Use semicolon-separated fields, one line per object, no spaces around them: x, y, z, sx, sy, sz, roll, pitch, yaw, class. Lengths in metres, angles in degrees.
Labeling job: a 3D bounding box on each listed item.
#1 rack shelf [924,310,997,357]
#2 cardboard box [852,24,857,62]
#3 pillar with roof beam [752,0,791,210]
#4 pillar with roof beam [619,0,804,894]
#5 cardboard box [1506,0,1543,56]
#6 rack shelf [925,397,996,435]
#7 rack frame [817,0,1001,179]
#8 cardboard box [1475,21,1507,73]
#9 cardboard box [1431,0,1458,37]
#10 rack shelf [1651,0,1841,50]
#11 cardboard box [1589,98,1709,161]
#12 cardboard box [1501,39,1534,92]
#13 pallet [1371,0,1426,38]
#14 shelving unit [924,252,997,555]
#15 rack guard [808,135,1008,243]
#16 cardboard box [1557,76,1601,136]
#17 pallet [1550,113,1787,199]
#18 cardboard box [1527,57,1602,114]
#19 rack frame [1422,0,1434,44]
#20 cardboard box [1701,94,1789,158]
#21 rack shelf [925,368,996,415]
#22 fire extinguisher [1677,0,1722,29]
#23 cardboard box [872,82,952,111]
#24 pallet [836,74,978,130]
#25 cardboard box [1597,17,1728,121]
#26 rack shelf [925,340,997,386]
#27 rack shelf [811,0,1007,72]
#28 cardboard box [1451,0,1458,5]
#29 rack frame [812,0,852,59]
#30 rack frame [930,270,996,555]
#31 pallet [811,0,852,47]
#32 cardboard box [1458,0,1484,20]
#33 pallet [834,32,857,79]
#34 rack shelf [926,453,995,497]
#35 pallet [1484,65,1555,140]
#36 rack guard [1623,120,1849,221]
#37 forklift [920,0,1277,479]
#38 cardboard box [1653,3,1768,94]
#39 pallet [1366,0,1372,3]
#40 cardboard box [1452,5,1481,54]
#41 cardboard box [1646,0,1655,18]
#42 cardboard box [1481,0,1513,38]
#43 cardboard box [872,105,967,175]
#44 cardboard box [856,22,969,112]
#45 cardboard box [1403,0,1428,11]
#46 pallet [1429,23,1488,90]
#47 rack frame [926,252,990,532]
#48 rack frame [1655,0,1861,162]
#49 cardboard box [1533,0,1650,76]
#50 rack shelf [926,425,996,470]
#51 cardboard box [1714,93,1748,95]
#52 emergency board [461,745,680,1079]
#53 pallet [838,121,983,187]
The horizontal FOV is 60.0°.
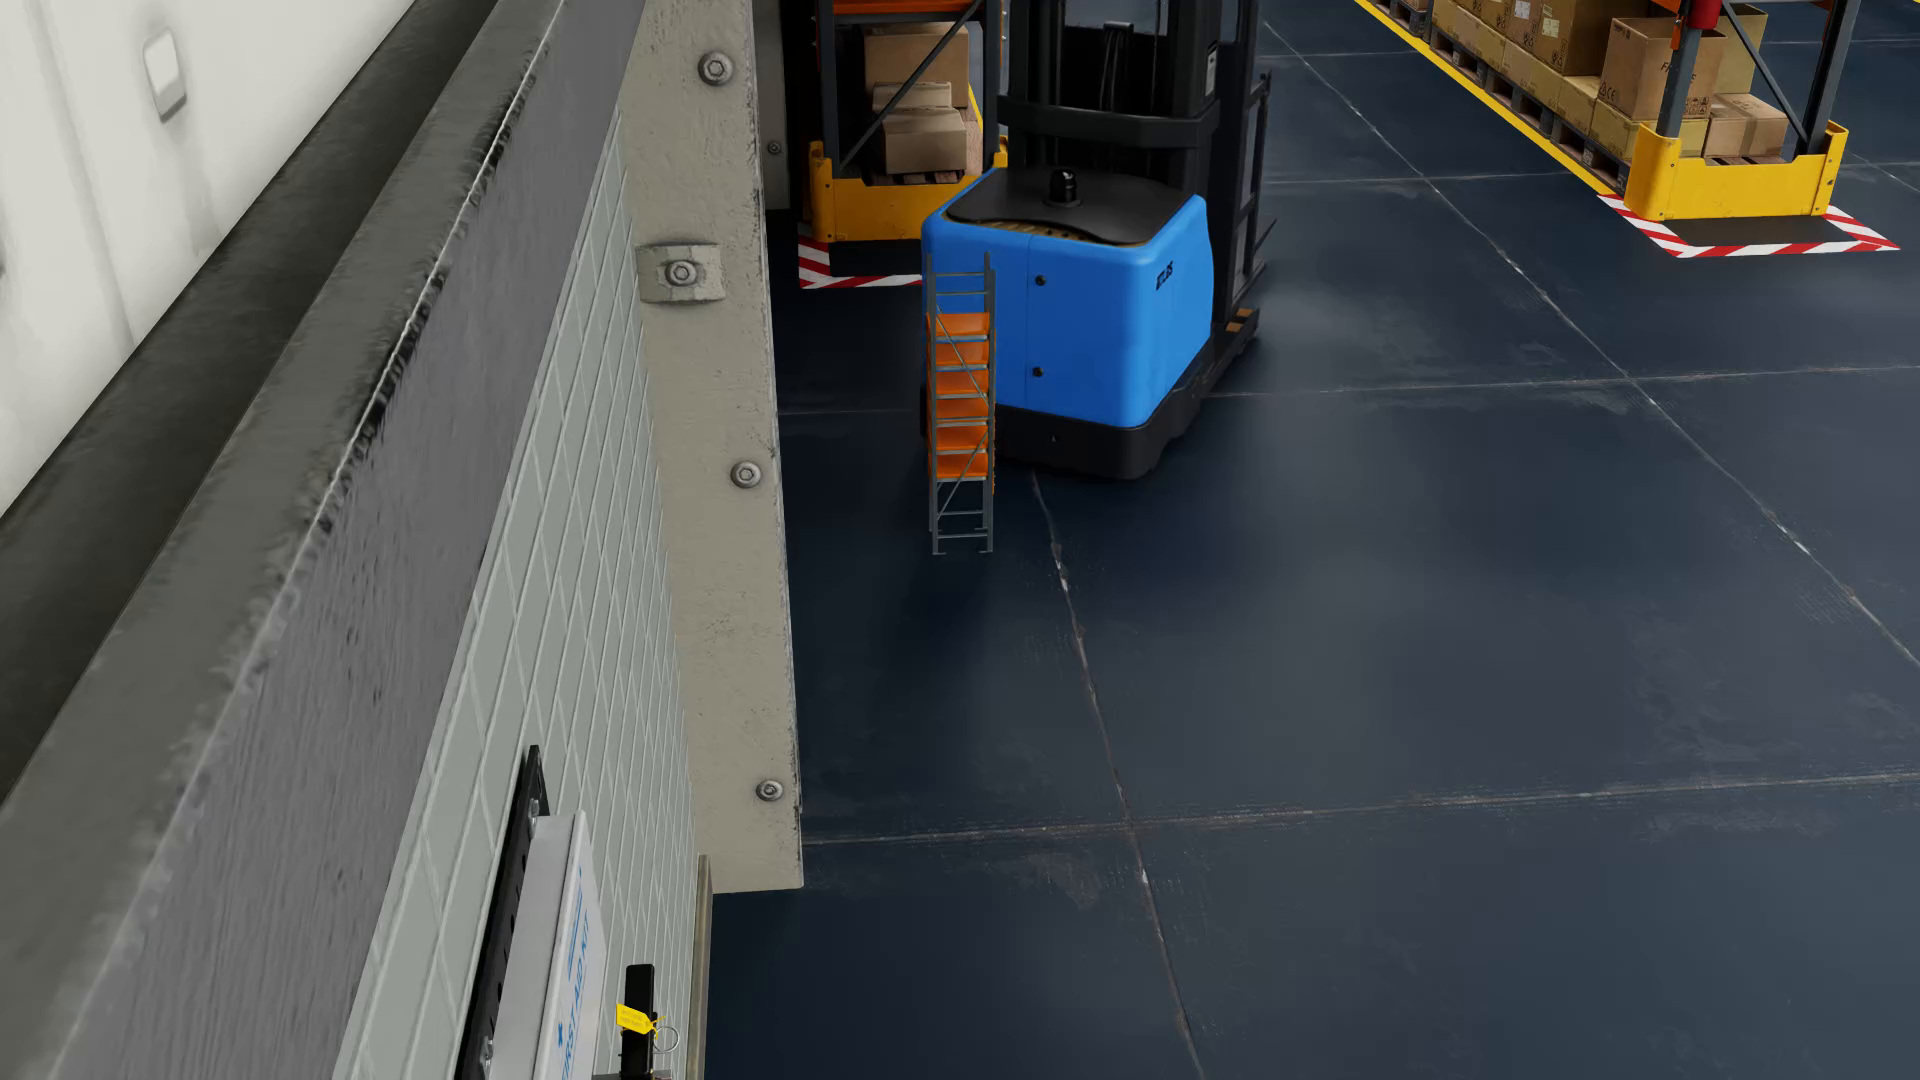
0.001;-0.779;6.268;0.258;0.103;0.180;-3;31;-5;rack shelf
-0.514;-3.714;12.051;0.500;0.500;0.500;-5;31;-8;cardboard box
3.082;-6.182;8.324;9.100;9.000;0.400;-3;31;-5;pillar with roof beam
3.643;-3.118;3.195;9.100;9.000;0.400;-3;31;-5;pillar with roof beam
4.155;-3.670;11.509;0.500;0.500;0.500;-3;31;-5;cardboard box
0.001;-0.470;6.453;0.258;0.103;0.180;-3;31;-5;rack shelf
-0.277;-3.084;8.988;1.000;3.000;0.127;-3;31;-5;rack frame
4.106;-3.603;12.129;0.500;0.250;0.500;-3;31;-5;cardboard box
4.022;-4.114;12.984;0.500;0.250;0.500;-3;31;-5;cardboard box
4.468;-4.036;11.283;1.077;0.370;4.000;-3;31;-5;rack shelf
4.310;-2.583;10.421;0.500;0.250;0.500;-3;31;-5;cardboard box
4.158;-3.348;11.702;0.500;0.250;0.500;-3;31;-5;cardboard box
4.173;-4.543;14.149;1.003;0.211;1.213;-3;31;-5;pallet
0.001;-0.508;6.430;0.258;1.200;0.189;-3;31;-5;shelving unit
-0.284;-2.050;9.694;1.175;0.500;0.348;-3;31;-5;rack guard
4.252;-2.837;10.847;0.500;0.250;0.500;-3;31;-5;cardboard box
4.541;-2.515;10.754;1.003;0.211;1.213;-3;31;-5;pallet
4.203;-3.093;11.274;0.500;0.250;0.500;-3;31;-5;cardboard box
4.281;-5.365;12.808;1.000;3.000;0.127;-3;31;-5;rack frame
4.826;-2.608;10.462;0.500;0.250;0.500;-3;31;-5;cardboard box
0.001;-0.573;6.391;0.258;0.103;0.180;-3;31;-5;rack shelf
4.203;-3.207;9.270;0.296;0.674;0.183;-3;31;-5;fire extinguisher
-0.305;-2.767;10.651;0.500;0.311;0.500;0;31;0;cardboard box
-0.436;-2.964;11.506;1.003;0.211;1.213;-3;31;-5;pallet
4.308;-2.905;10.228;0.500;0.500;0.500;-3;31;-5;cardboard box
0.001;-0.676;6.330;0.258;0.103;0.180;-3;31;-5;rack shelf
-0.464;-3.796;10.882;1.077;0.370;4.000;-3;31;-5;rack shelf
4.012;-4.435;12.791;0.500;0.500;0.500;-3;31;-5;cardboard box
-0.651;-5.126;12.407;1.000;3.000;0.127;-3;31;-5;rack frame
0.010;-0.461;6.352;0.240;1.200;0.006;-3;31;-5;rack frame
-0.725;-4.327;13.788;1.003;0.211;1.213;-3;31;-5;pallet
4.067;-4.181;12.364;0.500;0.500;0.500;-3;31;-5;cardboard box
-0.553;-3.588;12.551;1.003;0.211;1.213;-3;31;-5;pallet
0.001;-0.264;6.576;0.258;0.103;0.180;-3;31;-5;rack shelf
4.431;-3.136;11.794;1.003;0.211;1.213;-3;31;-5;pallet
4.657;-2.238;10.009;1.175;0.500;0.348;-3;31;-5;rack guard
0.872;-2.254;7.665;1.130;2.935;3.031;12;33;20;forklift
4.777;-3.185;10.697;0.500;0.500;0.500;-3;31;-5;cardboard box
4.056;-5.167;15.194;1.003;0.211;1.213;-3;31;-5;pallet
4.064;-3.859;12.557;0.500;0.250;0.500;-3;31;-5;cardboard box
4.718;-3.439;11.123;0.500;0.500;0.500;-3;31;-5;cardboard box
4.106;-3.925;11.936;0.500;0.500;0.500;-3;31;-5;cardboard box
-0.252;-2.476;10.163;0.500;0.311;0.500;-6;31;-10;cardboard box
-0.324;-3.225;11.233;0.700;0.500;0.500;-5;31;-8;cardboard box
3.953;-4.563;13.736;0.500;0.250;0.500;-3;31;-5;cardboard box
4.313;-3.760;12.840;1.003;0.211;1.213;-3;31;-5;pallet
-0.007;-0.554;6.508;0.240;1.200;0.006;-3;31;-5;rack frame
4.655;-3.323;9.389;1.000;3.000;0.127;-3;31;-5;rack frame
4.200;-3.414;11.082;0.500;0.500;0.500;-3;31;-5;cardboard box
0.001;-0.367;6.514;0.258;0.103;0.180;-3;31;-5;rack shelf
4.776;-2.863;10.889;0.500;0.250;0.500;-3;31;-5;cardboard box
-0.450;0.927;2.273;0.194;1.169;0.643;-3;31;-5;emergency board
-0.325;-2.342;10.465;1.003;0.211;1.213;-3;31;-5;pallet
